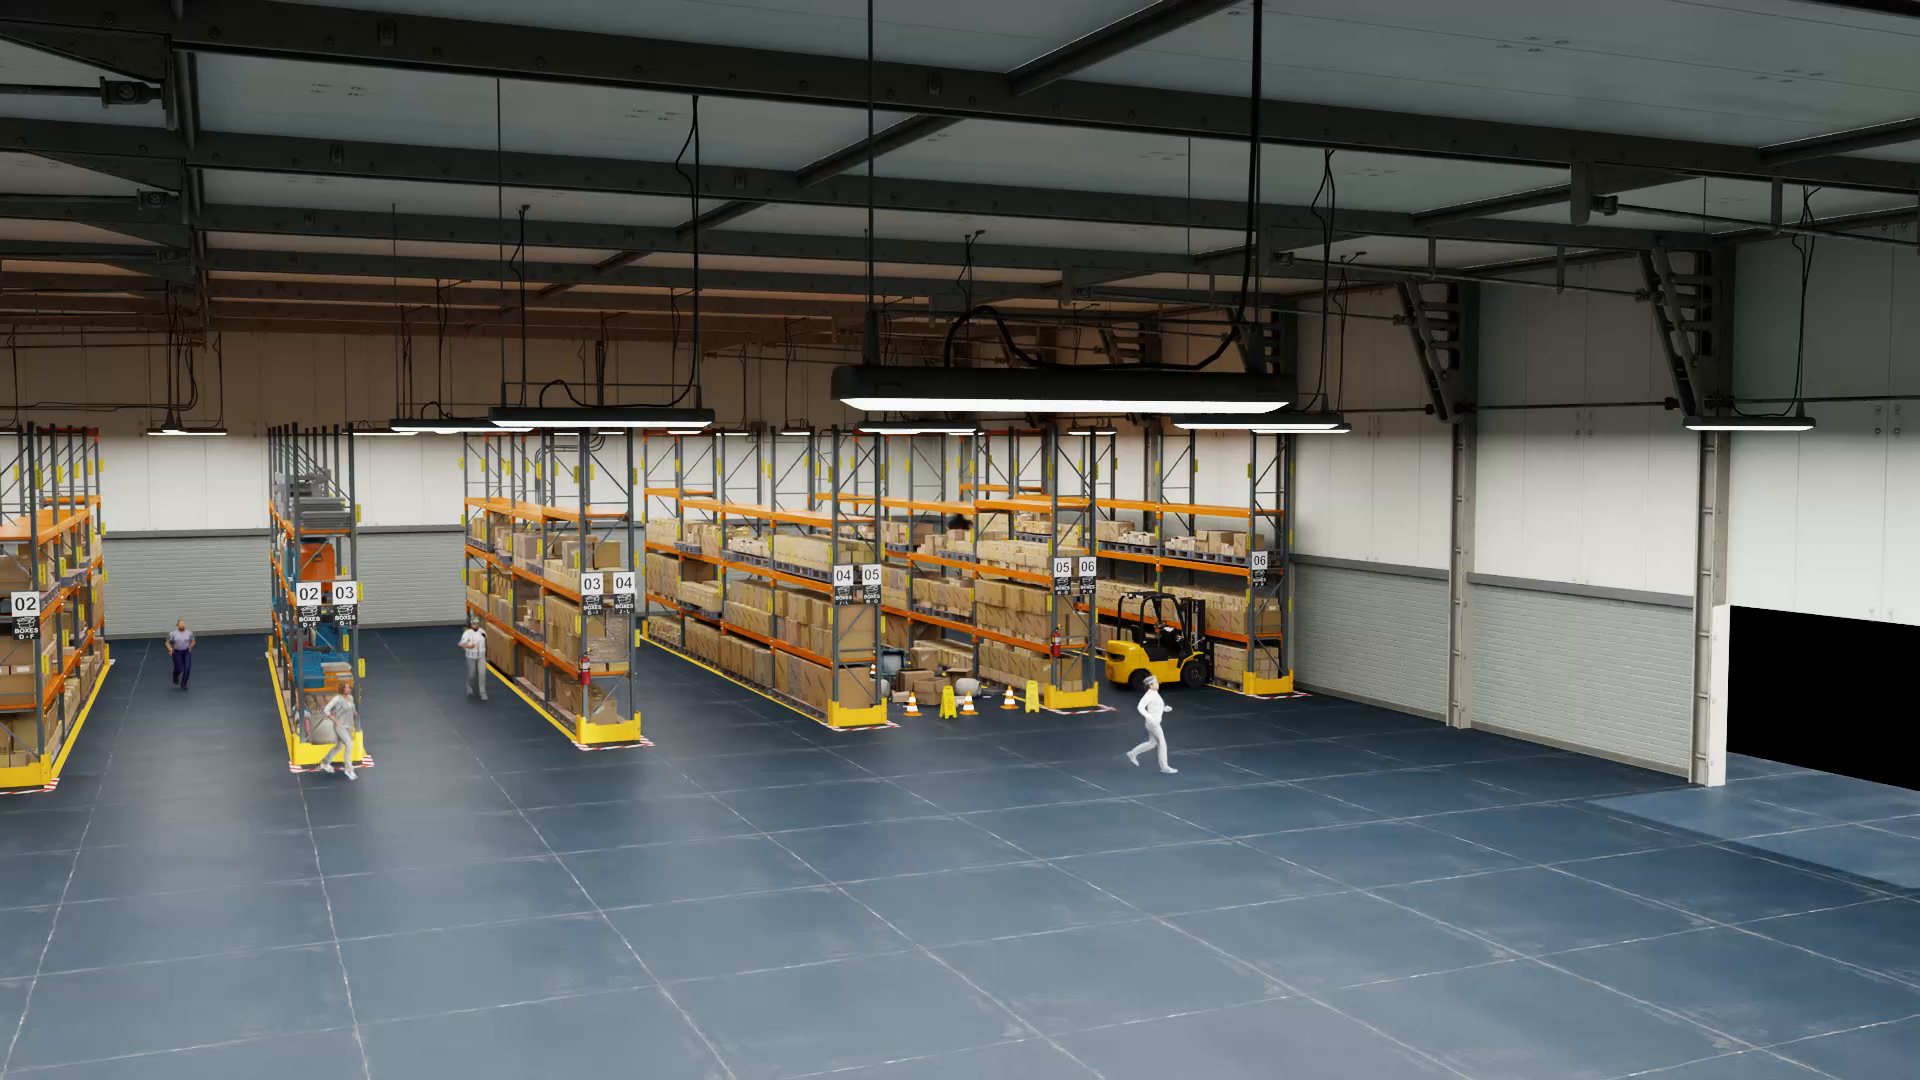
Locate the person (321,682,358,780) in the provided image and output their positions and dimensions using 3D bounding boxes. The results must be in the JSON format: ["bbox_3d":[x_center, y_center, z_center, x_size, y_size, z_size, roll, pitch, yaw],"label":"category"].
[{"bbox_3d":[-10.455,3.201,28.088,0.750,1.636,0.550,1,4,16],"label":"person"}]

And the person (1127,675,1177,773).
[{"bbox_3d":[3.282,3.132,28.452,0.896,1.670,0.622,1,4,16],"label":"person"}]

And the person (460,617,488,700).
[{"bbox_3d":[-10.657,2.579,36.584,0.659,1.791,0.967,-2,4,-32],"label":"person"}]

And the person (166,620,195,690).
[{"bbox_3d":[-17.707,2.614,37.854,0.608,1.596,0.484,-3,4,-37],"label":"person"}]
